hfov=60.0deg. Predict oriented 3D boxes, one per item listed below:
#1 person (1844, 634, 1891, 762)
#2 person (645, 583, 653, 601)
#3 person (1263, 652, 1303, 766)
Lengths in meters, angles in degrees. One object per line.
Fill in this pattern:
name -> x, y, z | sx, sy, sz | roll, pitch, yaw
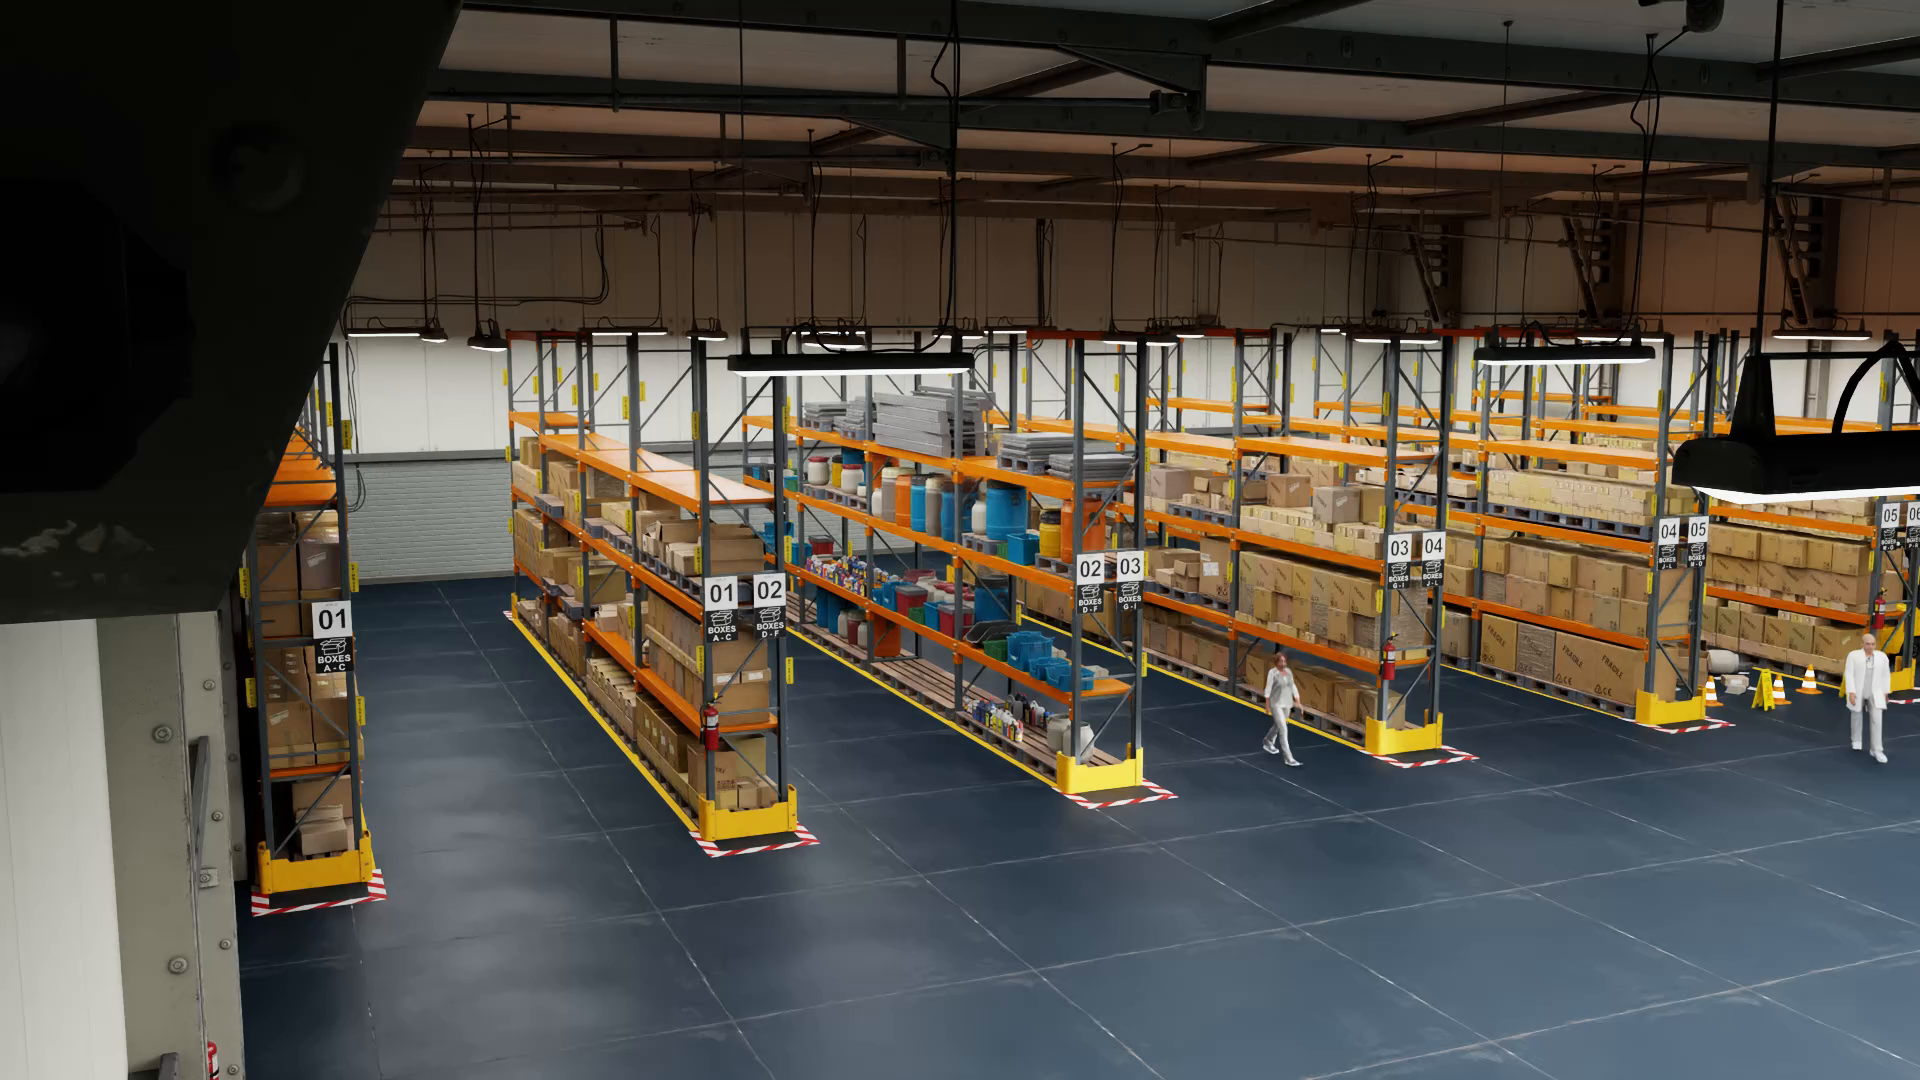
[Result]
person -> 13.004, 2.210, 23.836 | 0.610, 1.742, 0.967 | 4, 9, 25
person -> -6.725, 0.738, 35.031 | 0.638, 1.678, 0.546 | 8, 11, 44
person -> 4.567, 2.349, 23.539 | 0.436, 1.547, 0.908 | -4, 9, -27
